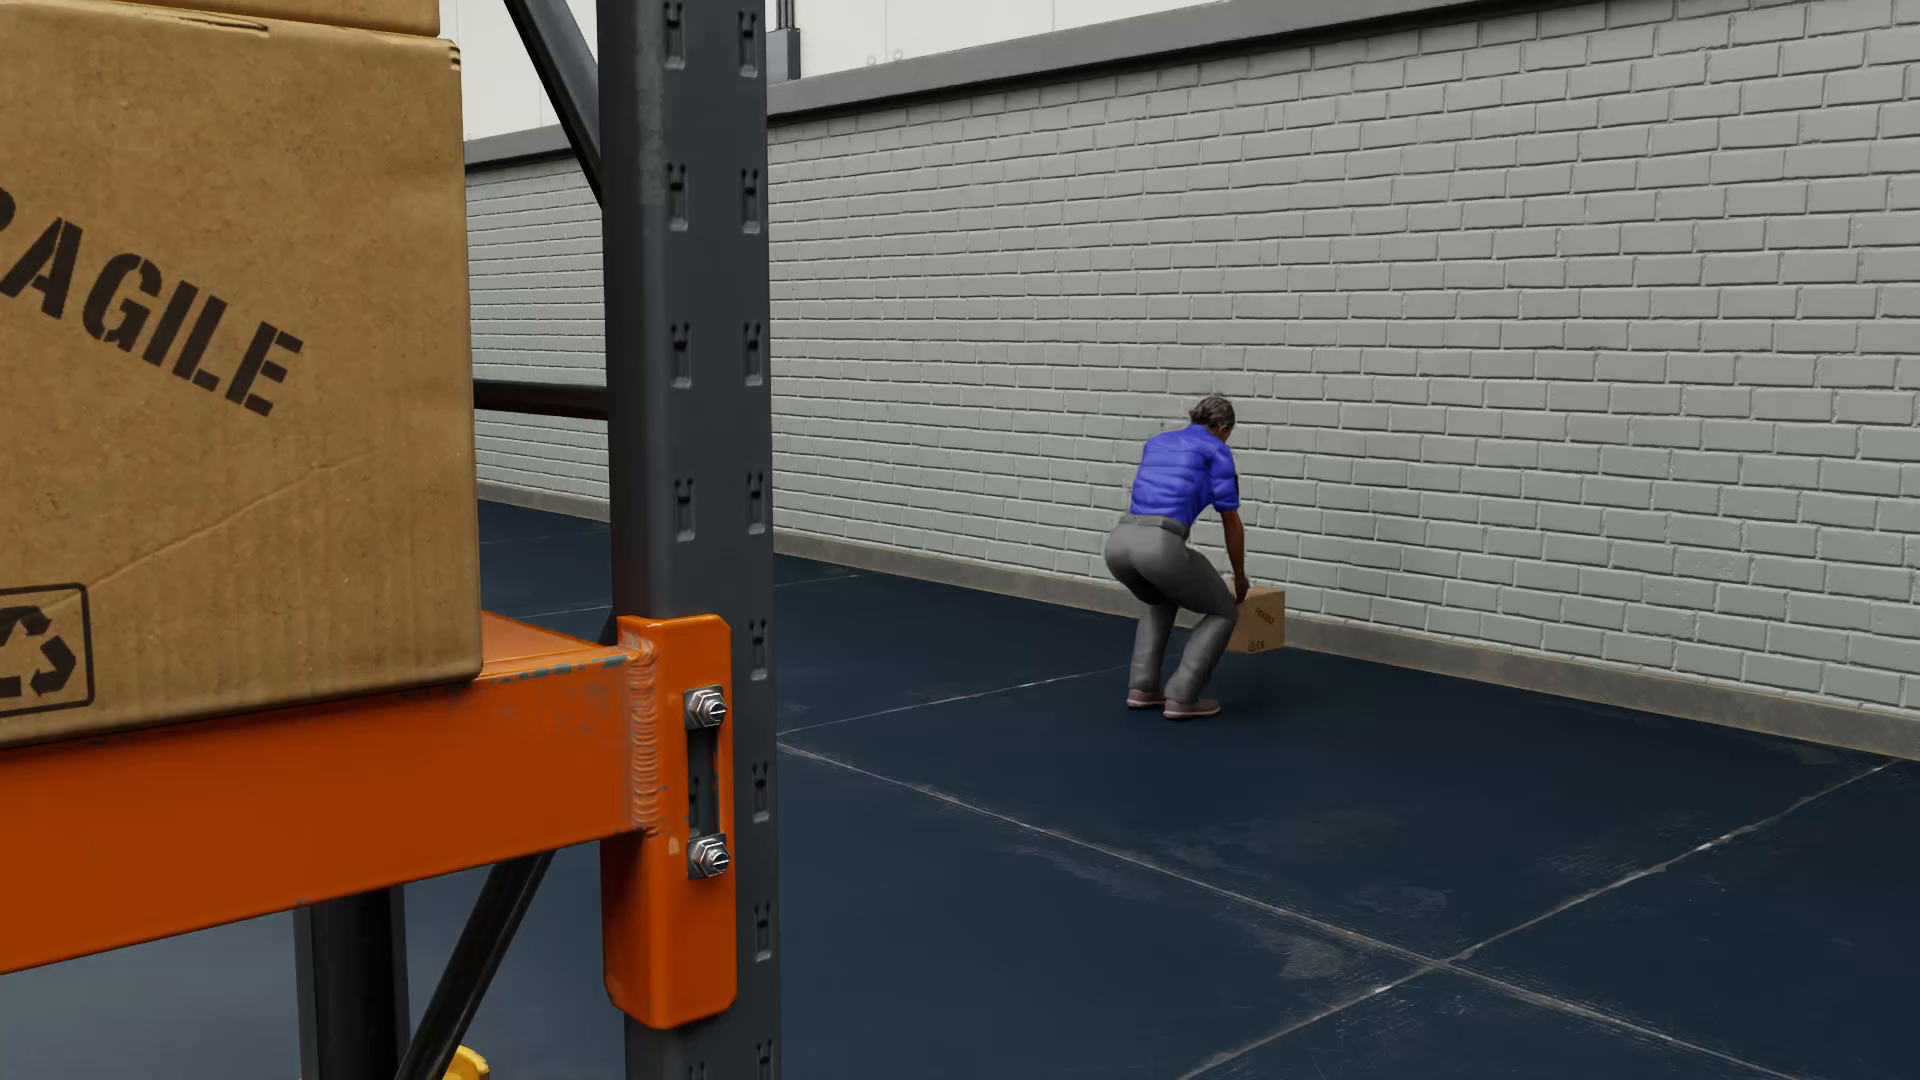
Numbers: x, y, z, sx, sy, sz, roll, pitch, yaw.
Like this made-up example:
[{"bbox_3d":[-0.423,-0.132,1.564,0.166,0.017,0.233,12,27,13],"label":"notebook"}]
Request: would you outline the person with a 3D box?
[{"bbox_3d":[0.875,0.063,6.807,0.682,1.280,0.498,-7,10,-41],"label":"person"}]
